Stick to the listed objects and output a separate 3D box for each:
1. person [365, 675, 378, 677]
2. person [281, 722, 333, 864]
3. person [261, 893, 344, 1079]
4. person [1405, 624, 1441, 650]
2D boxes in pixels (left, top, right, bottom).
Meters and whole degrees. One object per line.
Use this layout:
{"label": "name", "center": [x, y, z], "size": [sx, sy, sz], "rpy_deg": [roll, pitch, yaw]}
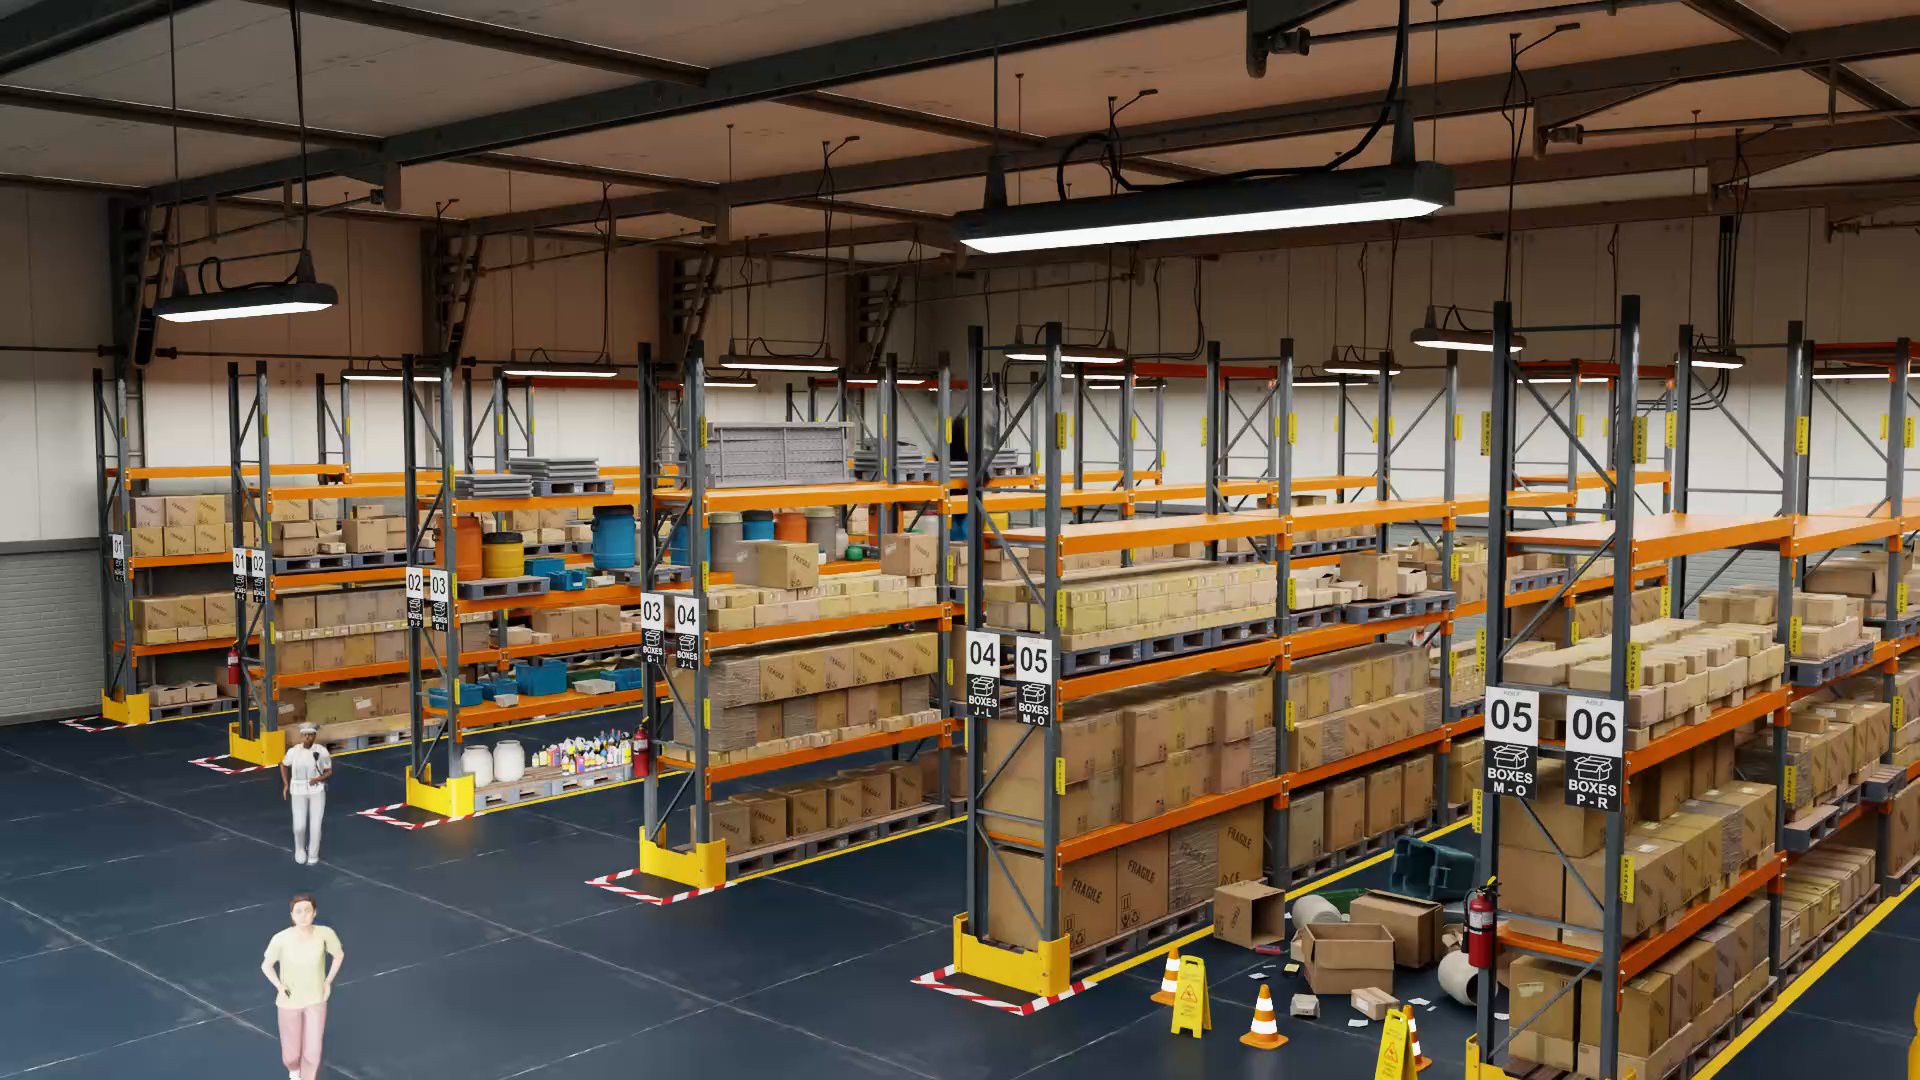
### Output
{"label": "person", "center": [-10.031, 2.229, 28.276], "size": [0.608, 1.665, 0.880], "rpy_deg": [3, 5, 39]}
{"label": "person", "center": [-7.497, 2.914, 19.095], "size": [0.557, 1.659, 0.632], "rpy_deg": [-2, 4, -21]}
{"label": "person", "center": [-4.876, 3.430, 12.373], "size": [0.577, 1.641, 0.752], "rpy_deg": [-2, 5, -24]}
{"label": "person", "center": [7.958, 2.198, 28.617], "size": [0.680, 1.743, 0.642], "rpy_deg": [3, 5, 31]}
